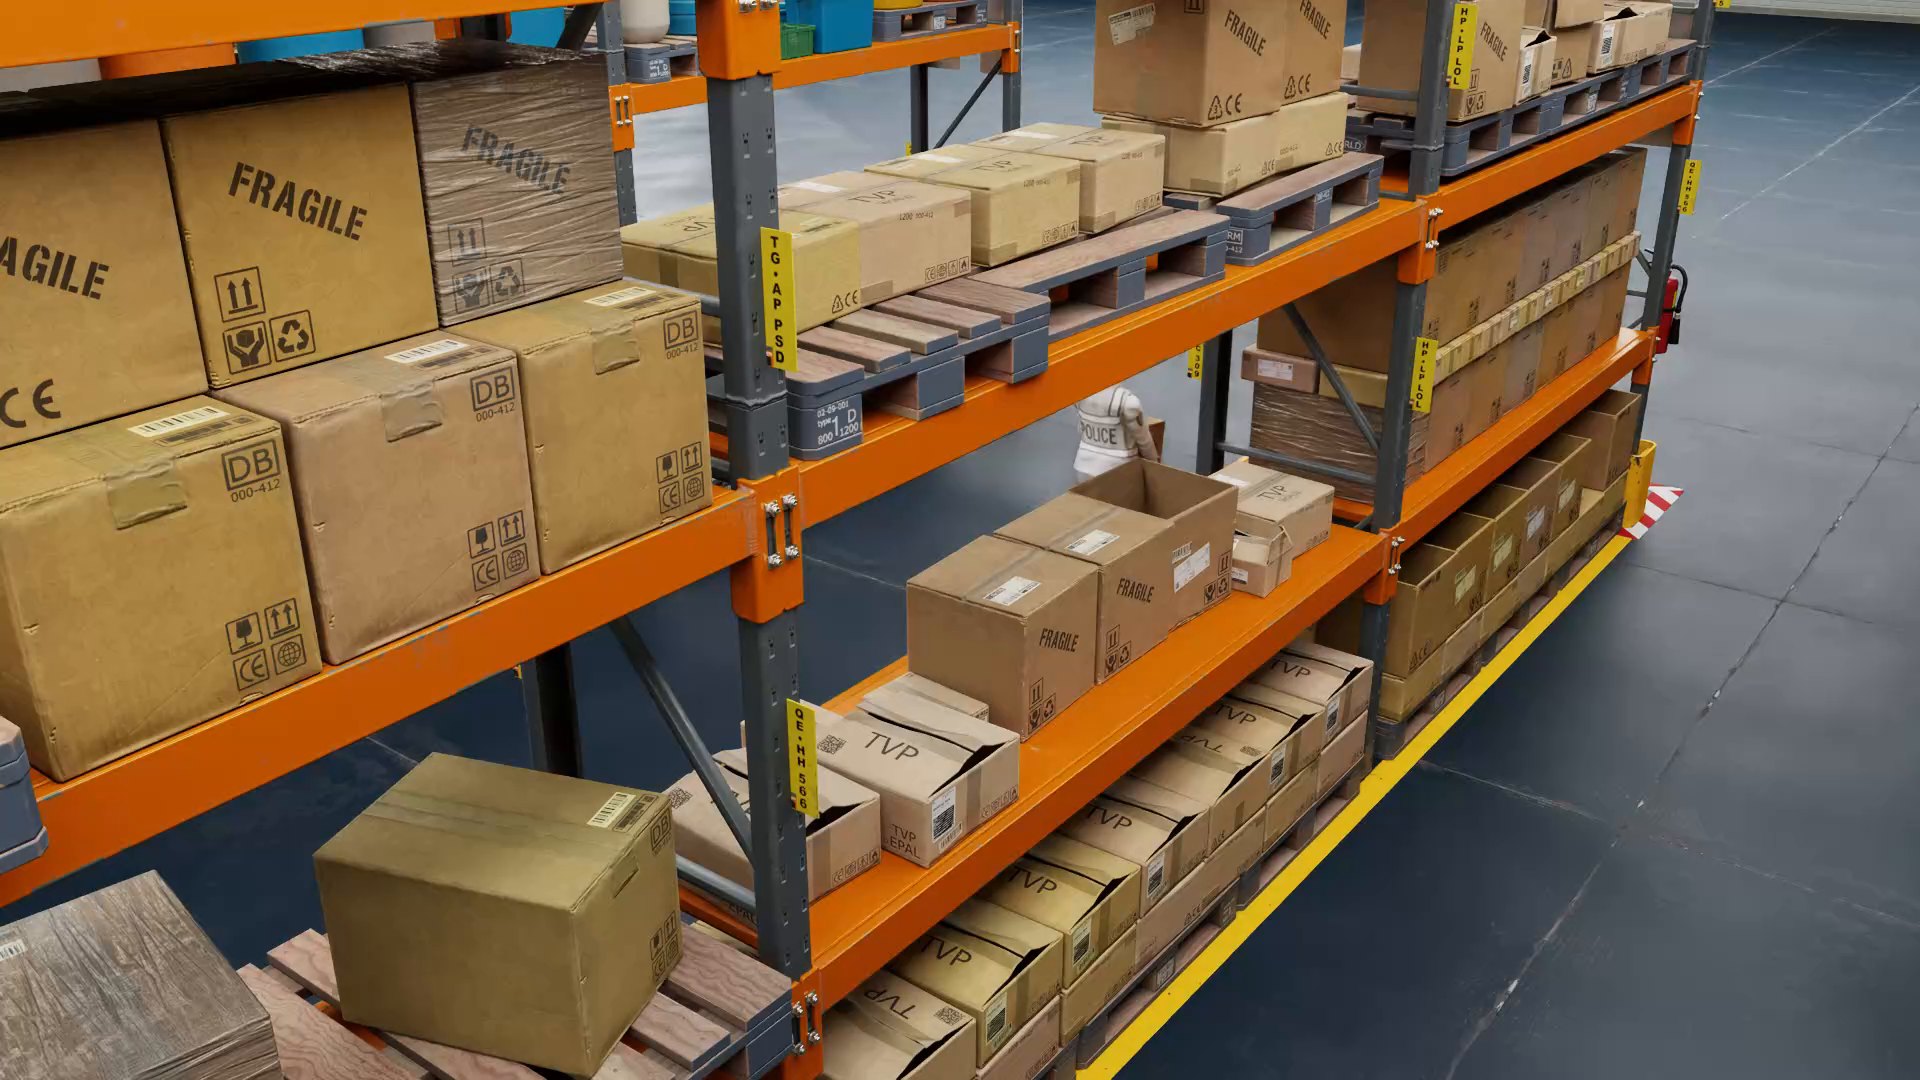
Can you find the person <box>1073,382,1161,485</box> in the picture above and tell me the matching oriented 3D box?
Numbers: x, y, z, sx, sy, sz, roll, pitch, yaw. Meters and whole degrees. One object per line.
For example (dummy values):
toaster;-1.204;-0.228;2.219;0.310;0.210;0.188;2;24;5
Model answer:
person;0.879;-0.378;9.436;0.446;1.691;0.530;17;29;33
